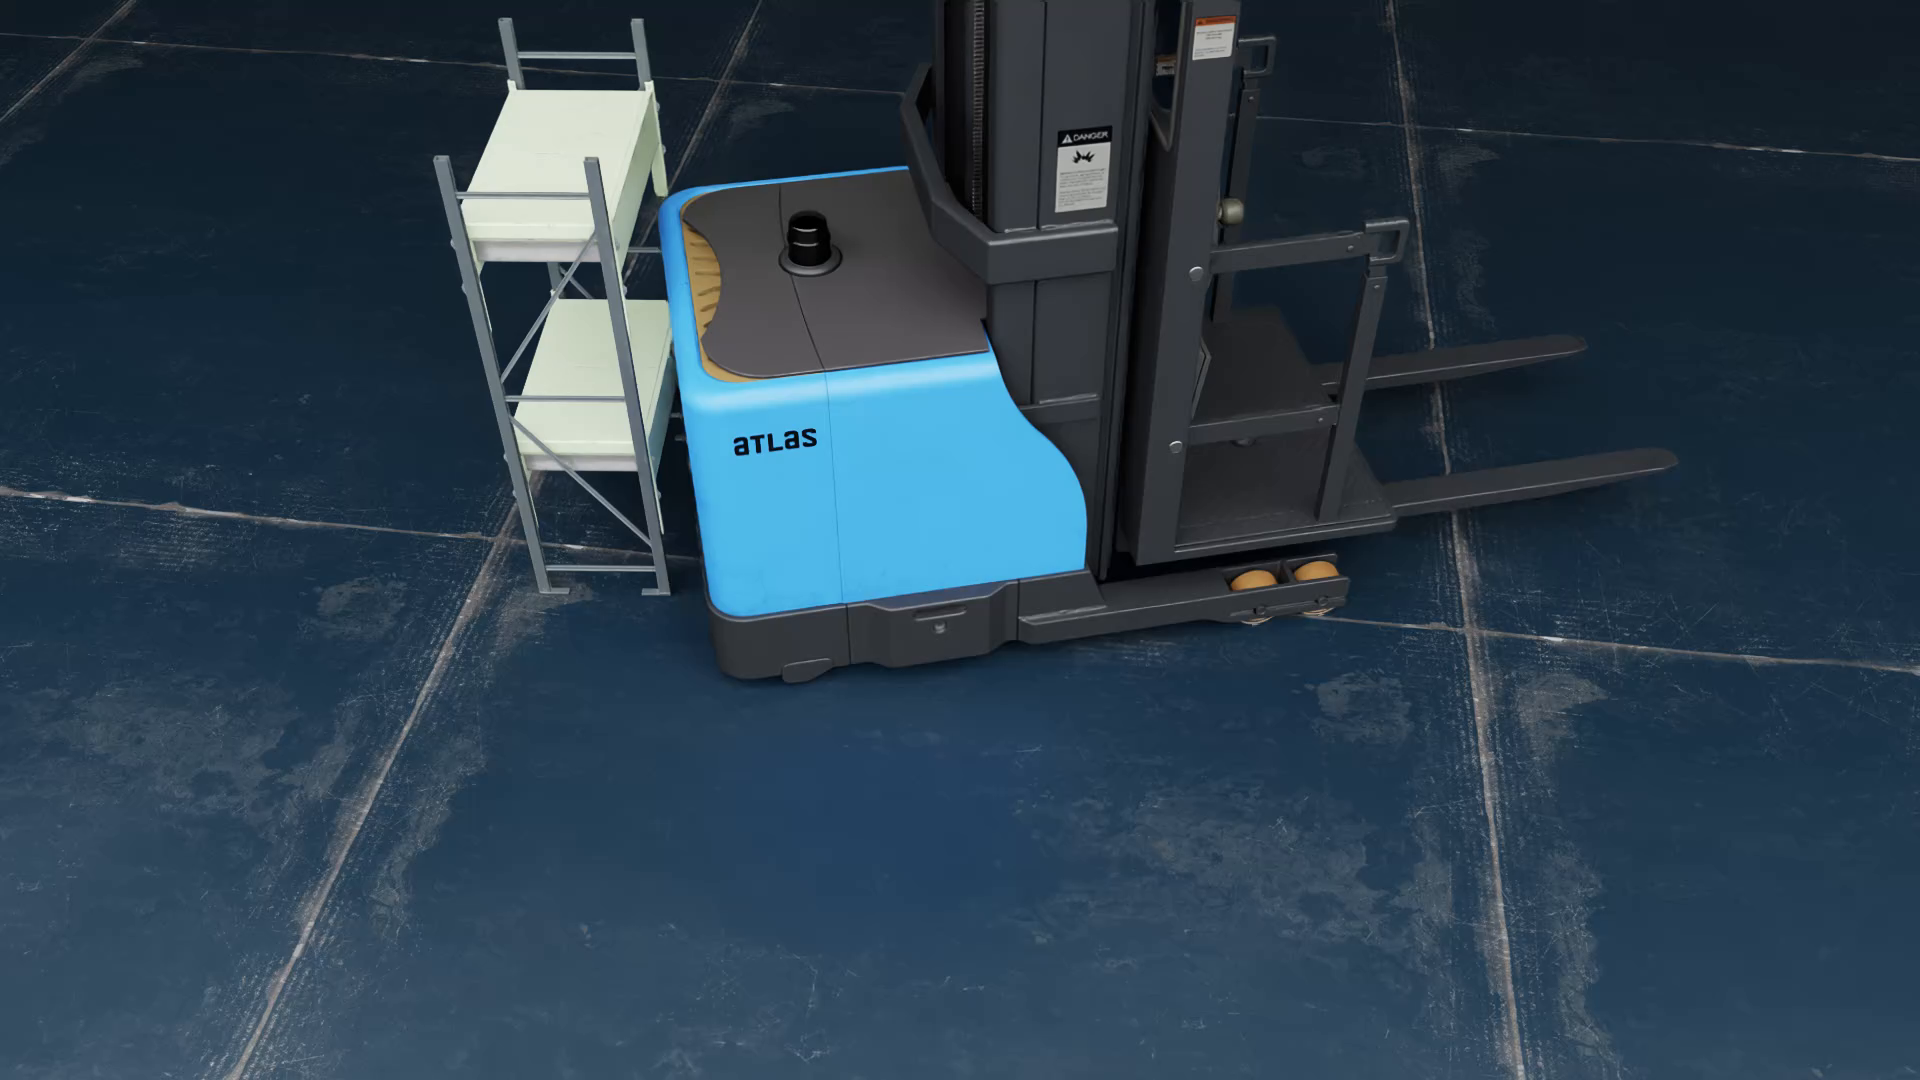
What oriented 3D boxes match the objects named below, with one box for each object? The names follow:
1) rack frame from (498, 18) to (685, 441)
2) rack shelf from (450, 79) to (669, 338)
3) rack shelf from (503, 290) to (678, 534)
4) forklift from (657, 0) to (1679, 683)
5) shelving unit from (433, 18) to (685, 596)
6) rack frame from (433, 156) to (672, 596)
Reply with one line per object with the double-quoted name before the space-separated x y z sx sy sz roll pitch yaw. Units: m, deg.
"rack frame" -1.071 -0.888 5.097 0.400 1.500 0.023 1 43 1
"rack shelf" -1.076 -0.919 4.563 0.431 0.370 0.720 1 43 1
"rack shelf" -1.076 -0.399 5.055 0.431 0.370 0.720 1 43 1
"forklift" 0.695 -1.162 4.346 3.031 2.935 1.130 -8 44 -8
"shelving unit" -1.076 -0.636 4.831 0.431 1.500 0.755 1 43 1
"rack frame" -1.082 -0.384 4.565 0.400 1.500 0.023 1 43 1
